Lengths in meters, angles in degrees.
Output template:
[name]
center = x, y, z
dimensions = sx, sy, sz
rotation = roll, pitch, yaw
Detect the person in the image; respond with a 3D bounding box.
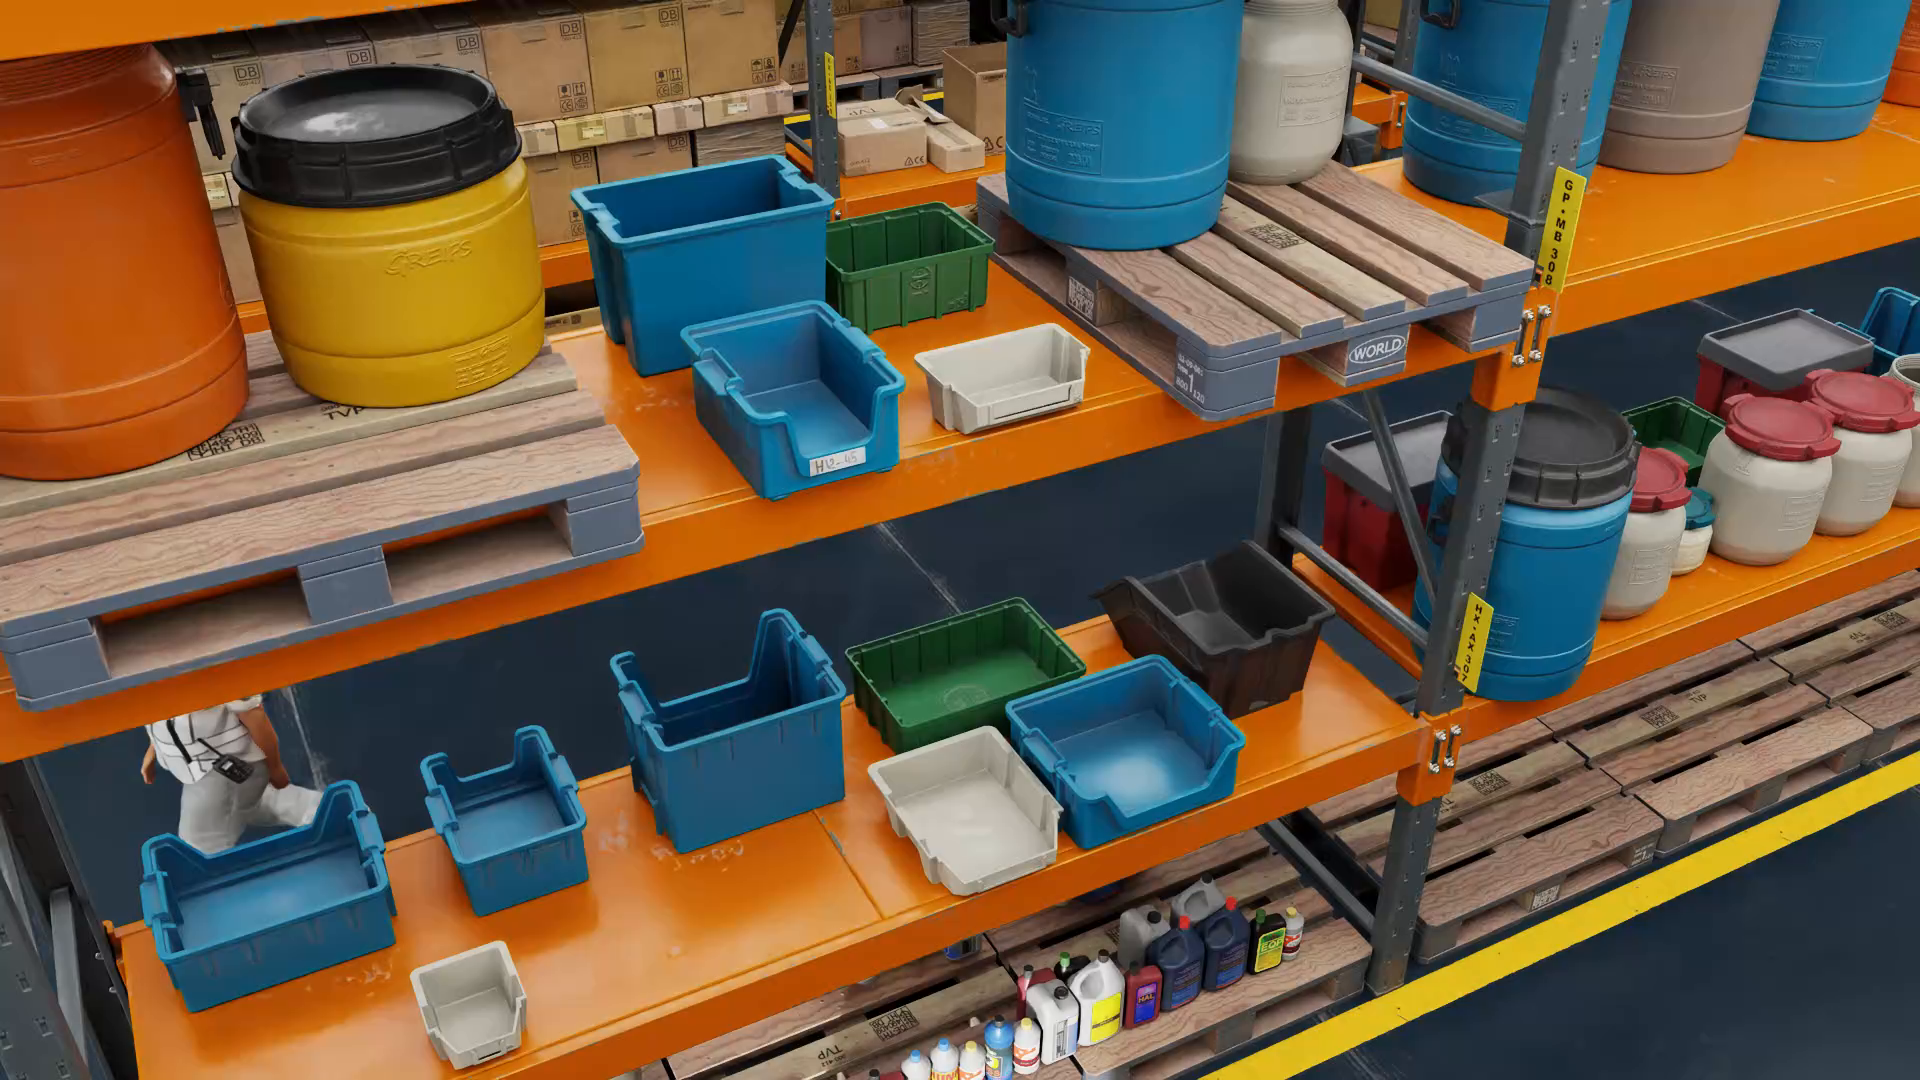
[person]
center = -2.663, 0.753, 5.977
dimensions = 0.469, 1.616, 0.957
rotation = 27, 42, 35
